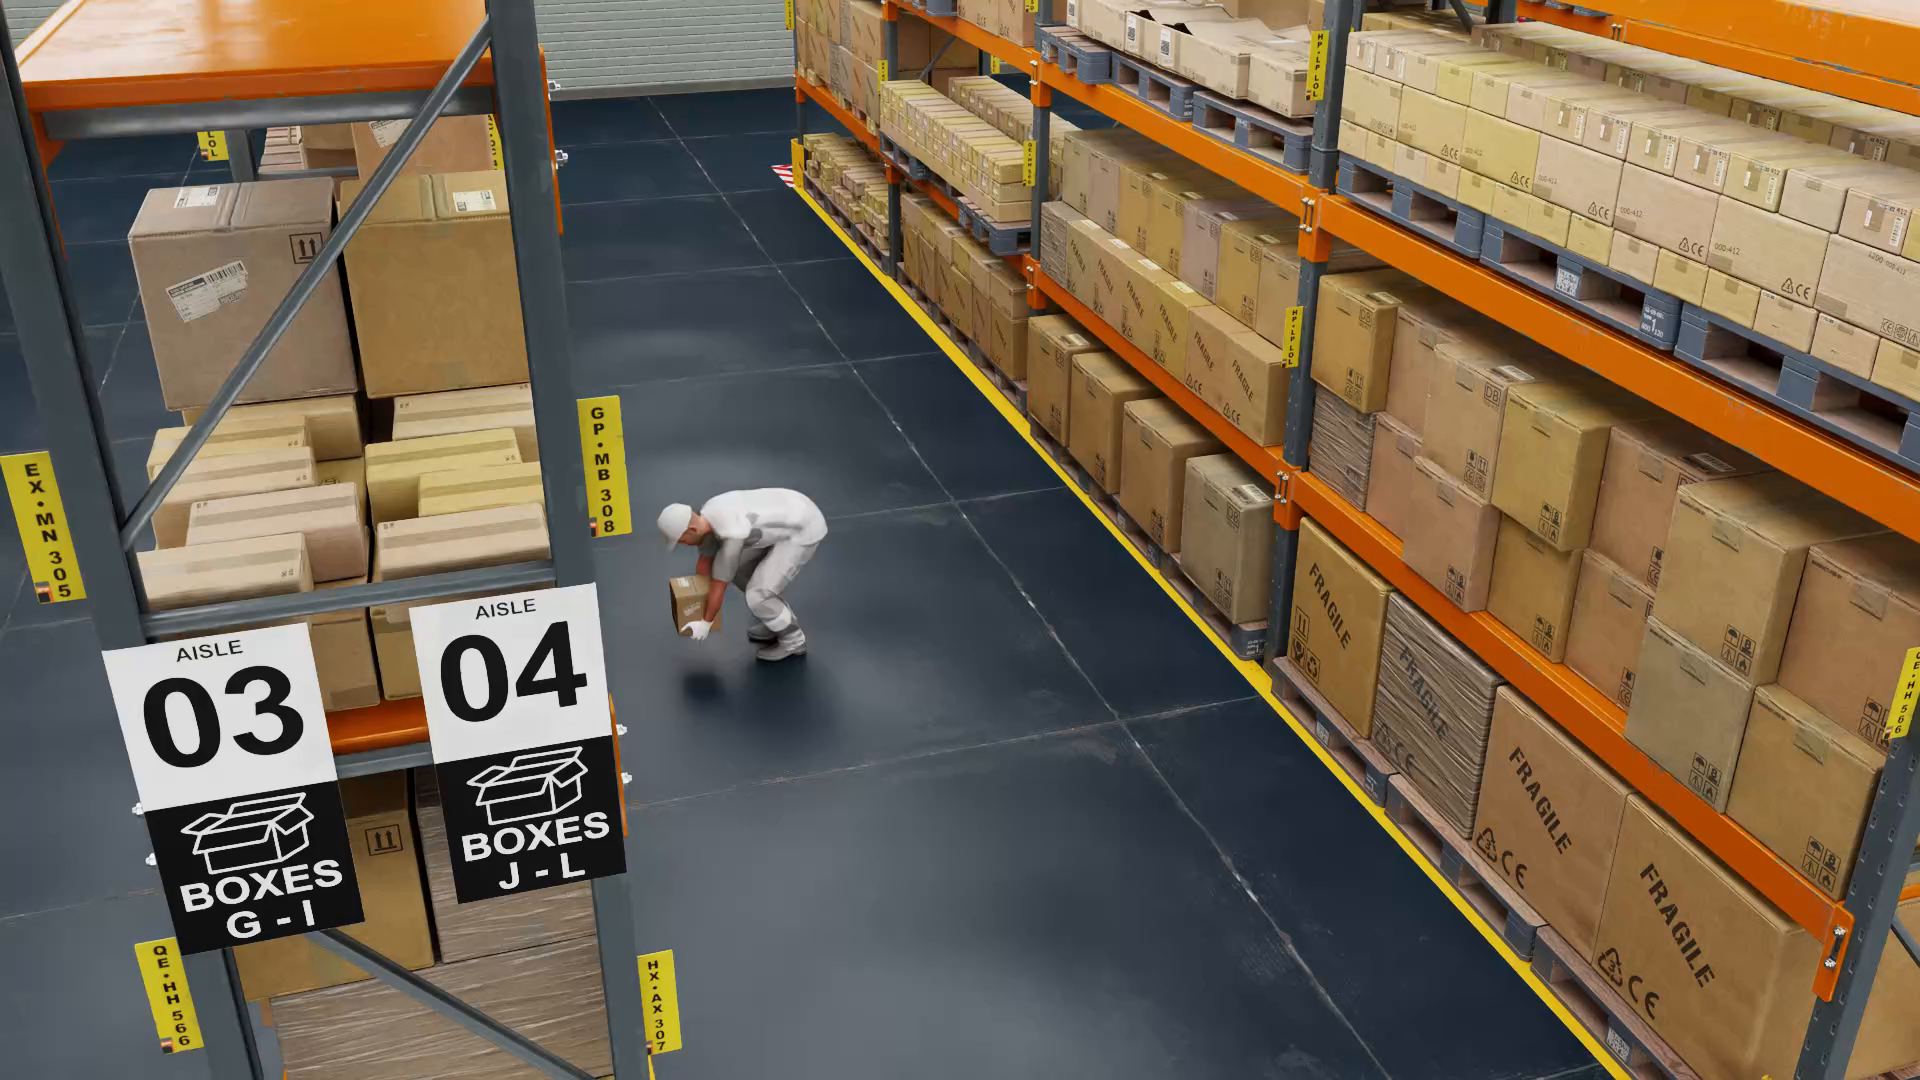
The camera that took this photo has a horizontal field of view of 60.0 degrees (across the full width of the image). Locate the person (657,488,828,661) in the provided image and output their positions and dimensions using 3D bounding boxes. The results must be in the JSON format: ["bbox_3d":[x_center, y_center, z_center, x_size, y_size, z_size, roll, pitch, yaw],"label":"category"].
[{"bbox_3d":[-1.235,0.195,9.569,0.958,1.012,0.534,-9,28,-19],"label":"person"}]
